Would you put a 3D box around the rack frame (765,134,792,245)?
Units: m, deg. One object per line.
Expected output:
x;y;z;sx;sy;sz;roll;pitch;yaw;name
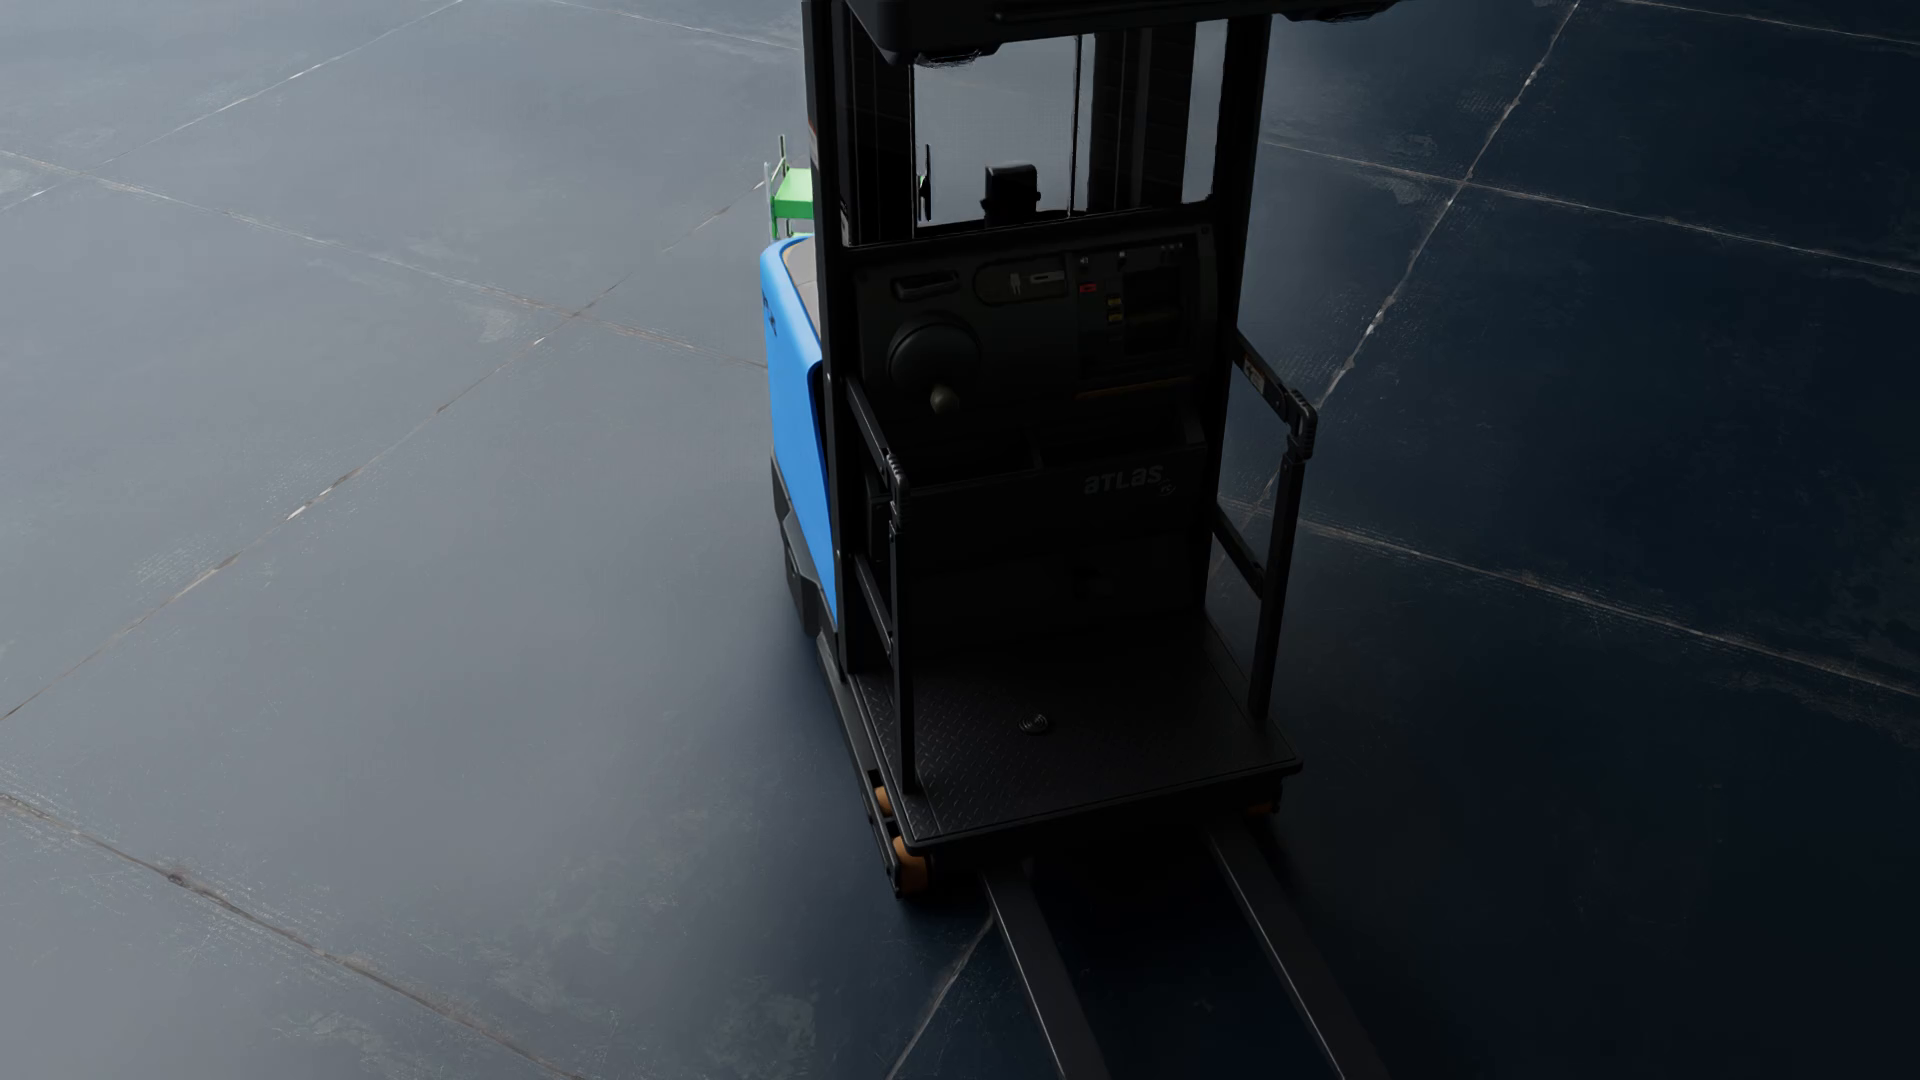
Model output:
-0.607;-0.803;5.815;0.015;1.200;0.240;5;37;6;rack frame

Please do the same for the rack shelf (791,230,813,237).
-0.365;-0.924;5.683;0.480;0.148;0.258;5;37;6;rack shelf

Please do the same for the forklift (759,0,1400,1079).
0.260;-0.481;3.959;1.130;2.935;3.031;-10;38;-13;forklift

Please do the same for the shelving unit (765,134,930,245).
-0.365;-0.783;5.790;0.503;1.200;0.258;5;37;6;shelving unit

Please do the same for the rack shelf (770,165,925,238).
-0.365;-1.115;5.538;0.480;0.148;0.258;5;37;6;rack shelf

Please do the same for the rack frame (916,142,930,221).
-0.124;-0.764;5.764;0.015;1.200;0.240;5;37;6;rack frame
